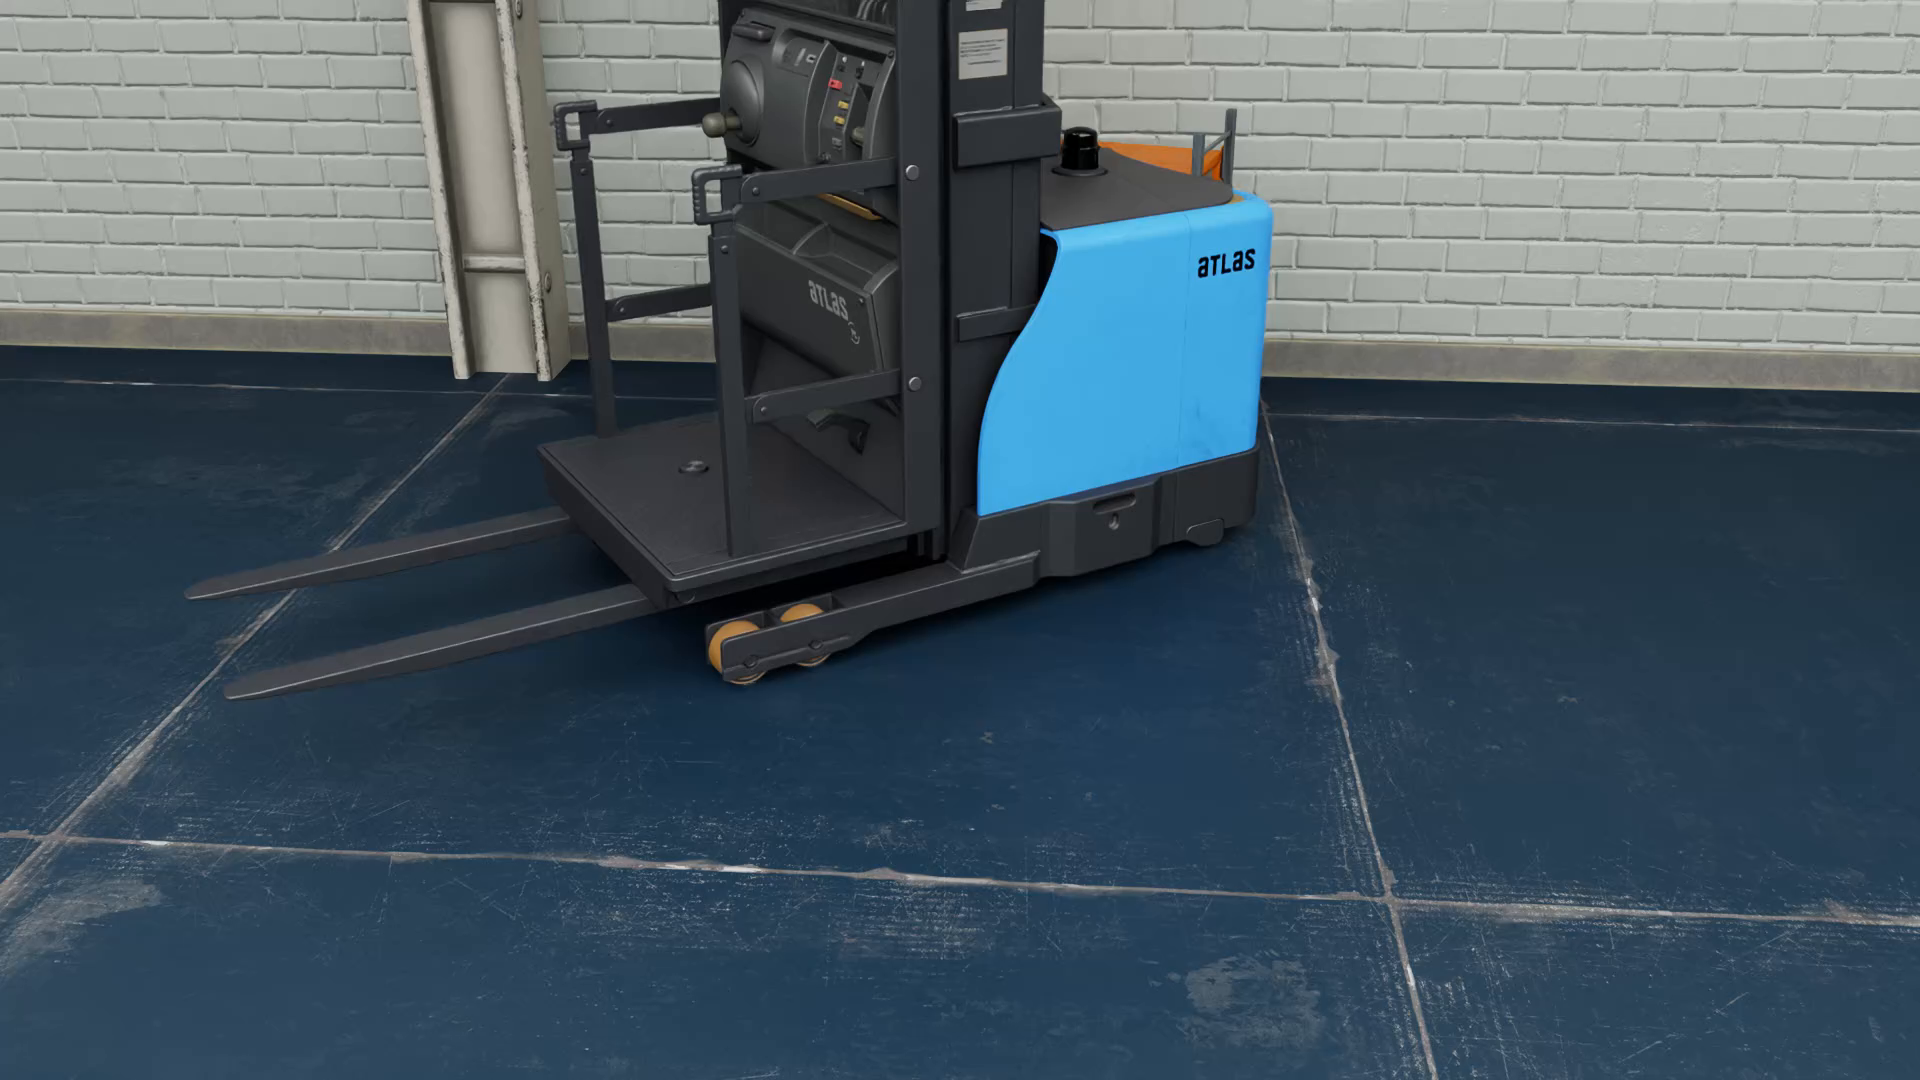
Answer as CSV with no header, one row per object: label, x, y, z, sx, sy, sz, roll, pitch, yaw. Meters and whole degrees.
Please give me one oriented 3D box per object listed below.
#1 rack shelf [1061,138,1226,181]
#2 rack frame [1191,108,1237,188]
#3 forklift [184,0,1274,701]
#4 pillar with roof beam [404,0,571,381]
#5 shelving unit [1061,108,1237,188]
rack shelf,0.399,-1.259,5.940,1.000,0.278,0.538,9,26,20
rack frame,0.871,-0.914,5.891,0.032,1.125,0.500,9,26,20
forklift,-0.596,-1.200,4.352,3.031,2.935,1.130,-14,28,-28
pillar with roof beam,-2.144,-2.998,1.000,0.400,9.000,9.100,2,25,4
shelving unit,0.399,-0.993,6.063,1.048,1.125,0.538,9,26,20
